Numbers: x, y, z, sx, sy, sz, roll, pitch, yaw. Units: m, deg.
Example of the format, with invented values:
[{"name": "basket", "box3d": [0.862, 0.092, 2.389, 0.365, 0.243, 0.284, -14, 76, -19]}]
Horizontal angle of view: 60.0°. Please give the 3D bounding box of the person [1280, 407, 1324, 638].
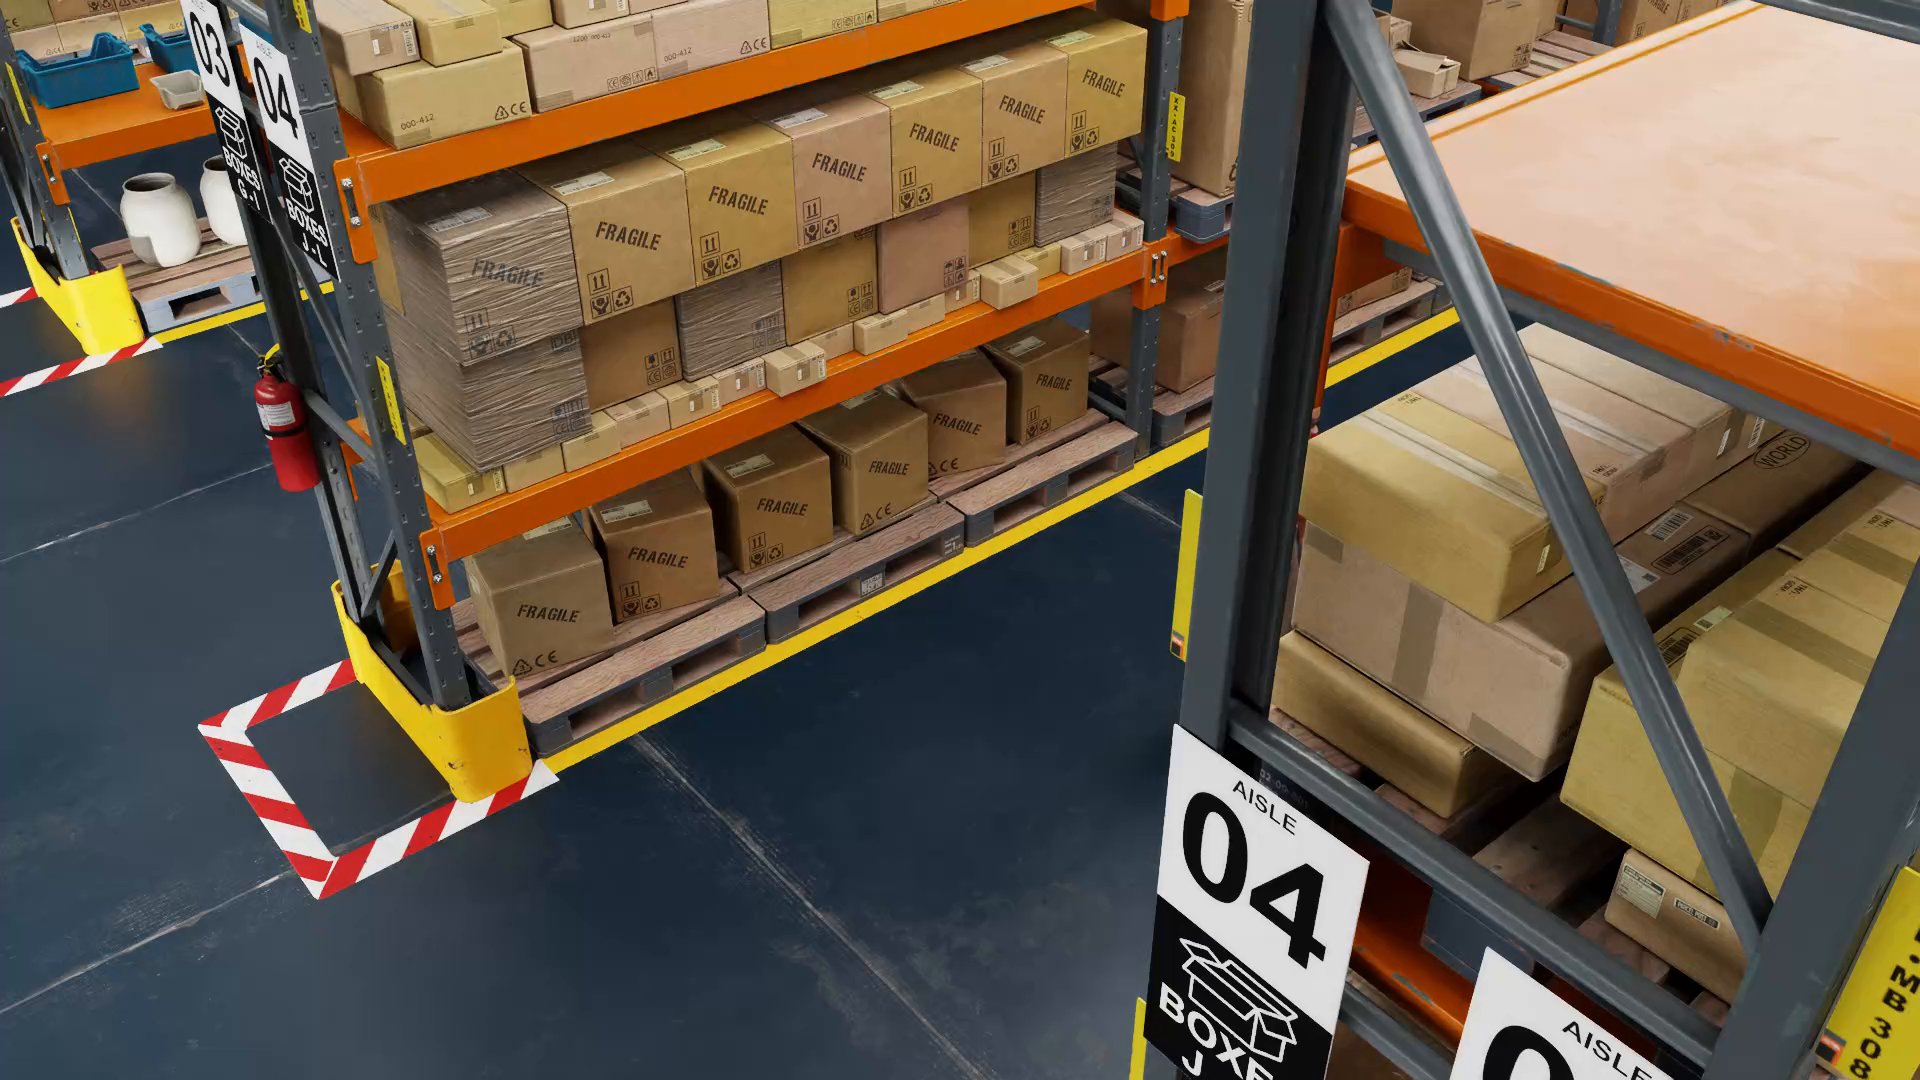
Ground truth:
[{"name": "person", "box3d": [1.252, 0.050, 6.961, 0.596, 1.657, 0.373, -28, 44, -33]}]
